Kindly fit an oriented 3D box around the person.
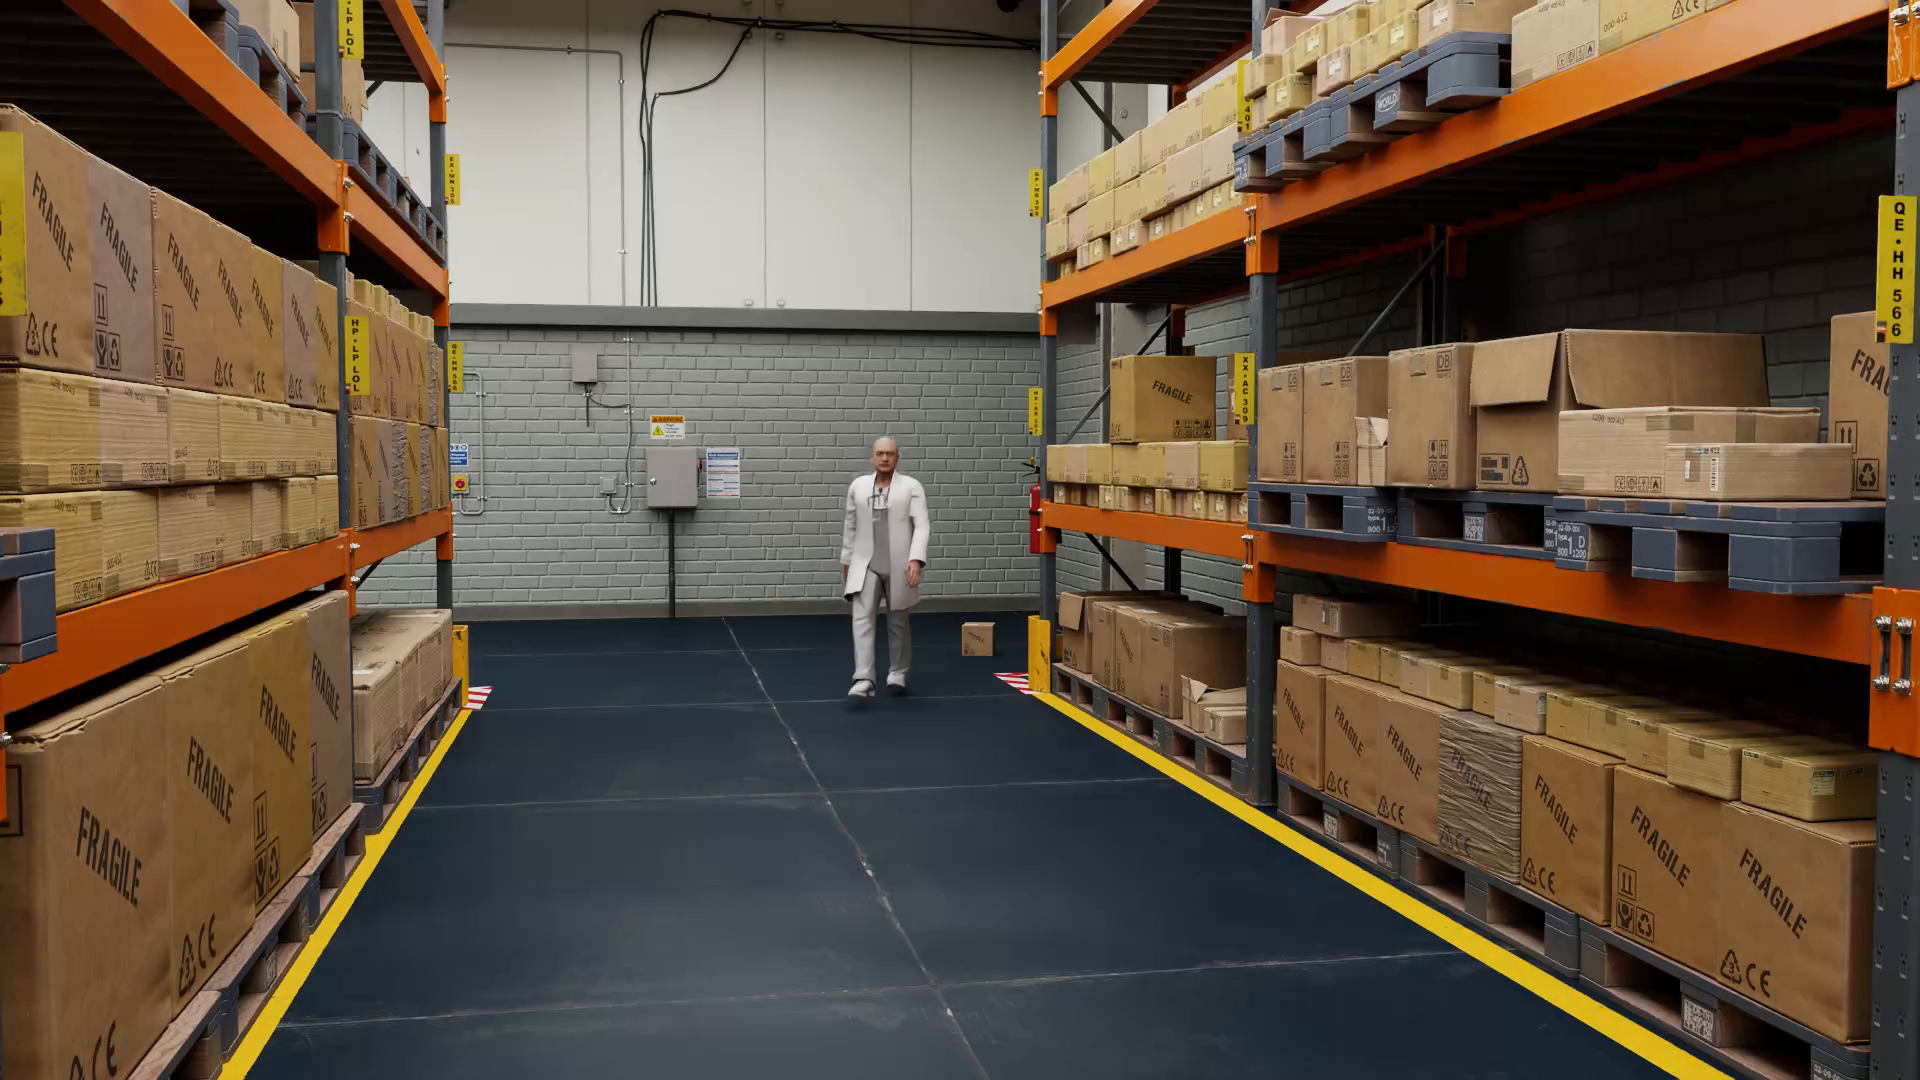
[{"bbox_3d":[-0.507,0.177,11.027,0.628,1.712,1.188,0,3,2],"label":"person"}]
